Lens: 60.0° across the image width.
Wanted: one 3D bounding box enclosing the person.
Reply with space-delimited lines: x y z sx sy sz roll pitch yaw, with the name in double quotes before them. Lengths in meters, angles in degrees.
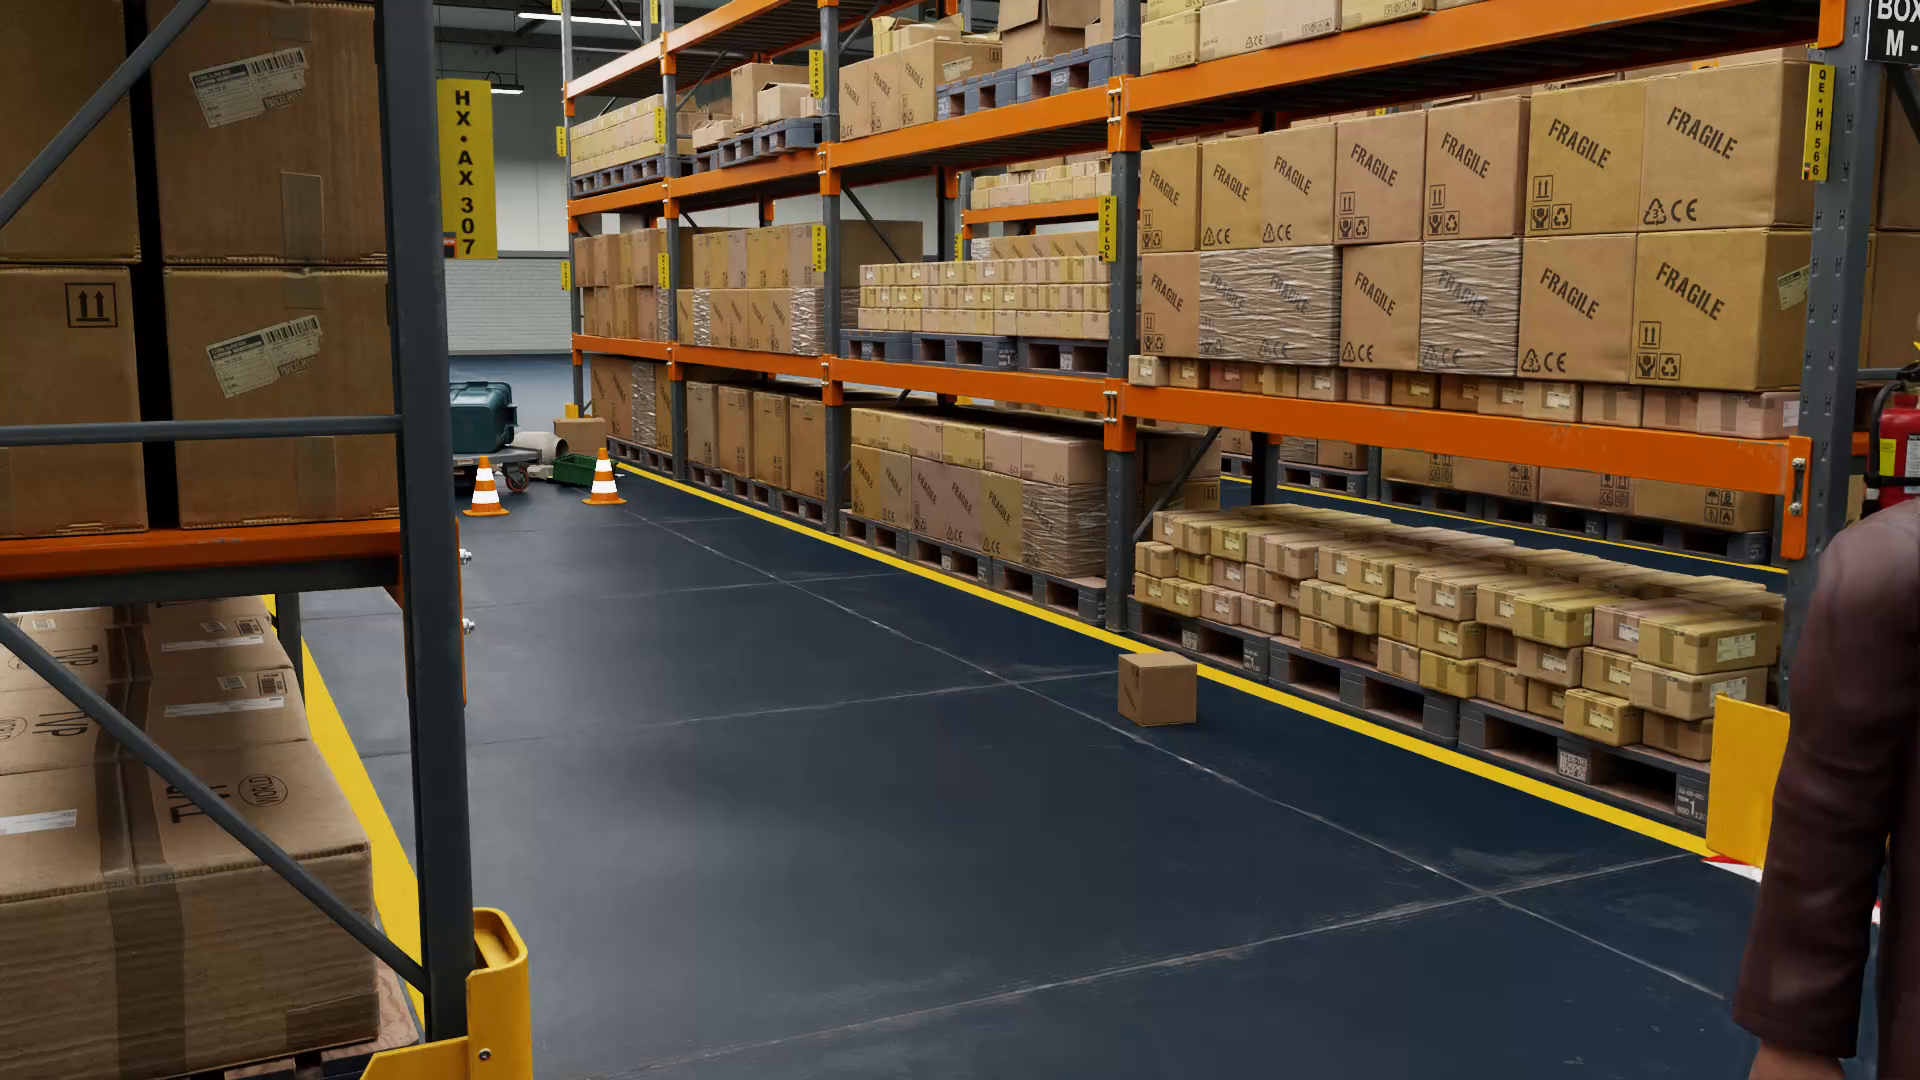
"person" 1.252 0.594 1.736 0.614 1.767 0.851 -2 9 -14
